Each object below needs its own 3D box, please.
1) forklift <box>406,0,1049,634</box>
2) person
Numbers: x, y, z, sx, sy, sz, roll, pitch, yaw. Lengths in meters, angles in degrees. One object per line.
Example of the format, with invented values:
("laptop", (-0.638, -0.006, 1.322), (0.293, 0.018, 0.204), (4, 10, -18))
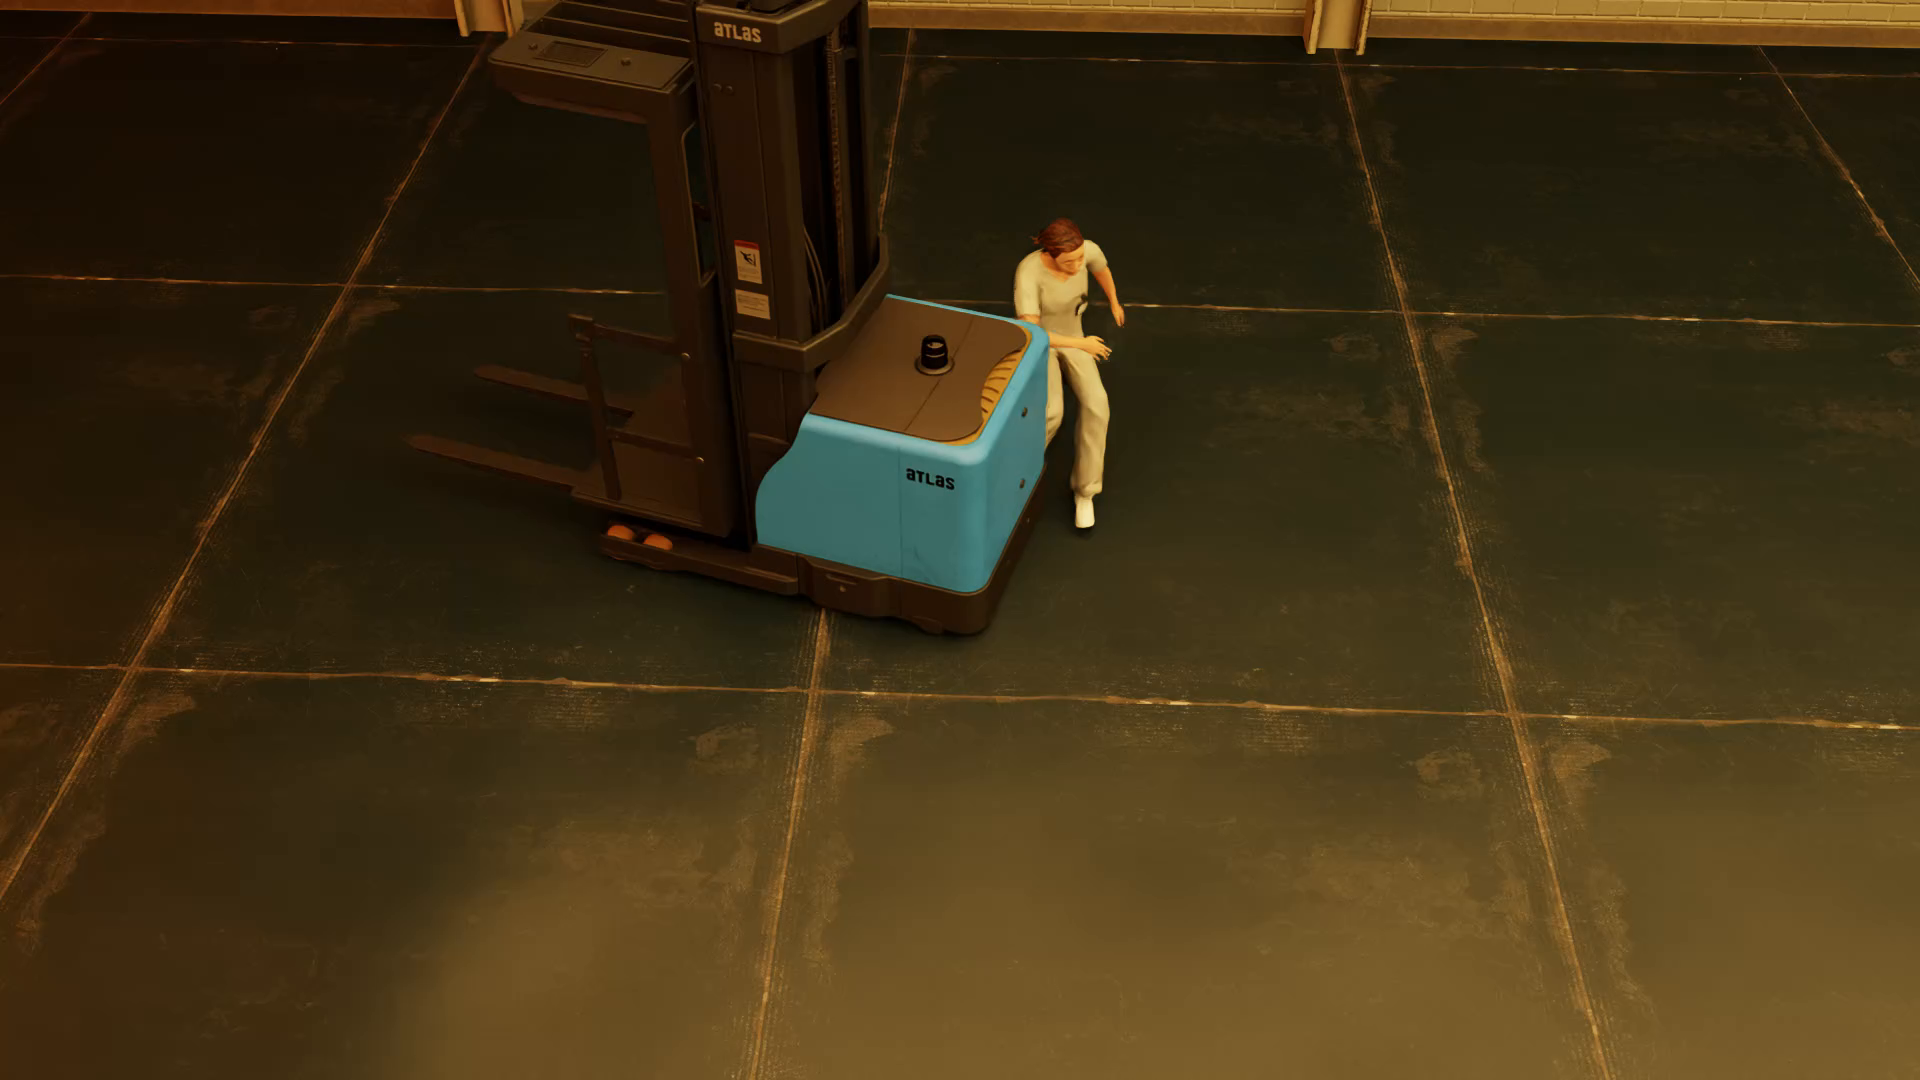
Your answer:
("forklift", (-1.163, -1.265, 7.128), (3.031, 2.935, 1.130), (13, 44, 14))
("person", (0.578, -0.834, 7.843), (0.824, 1.445, 0.873), (-18, 46, -19))
